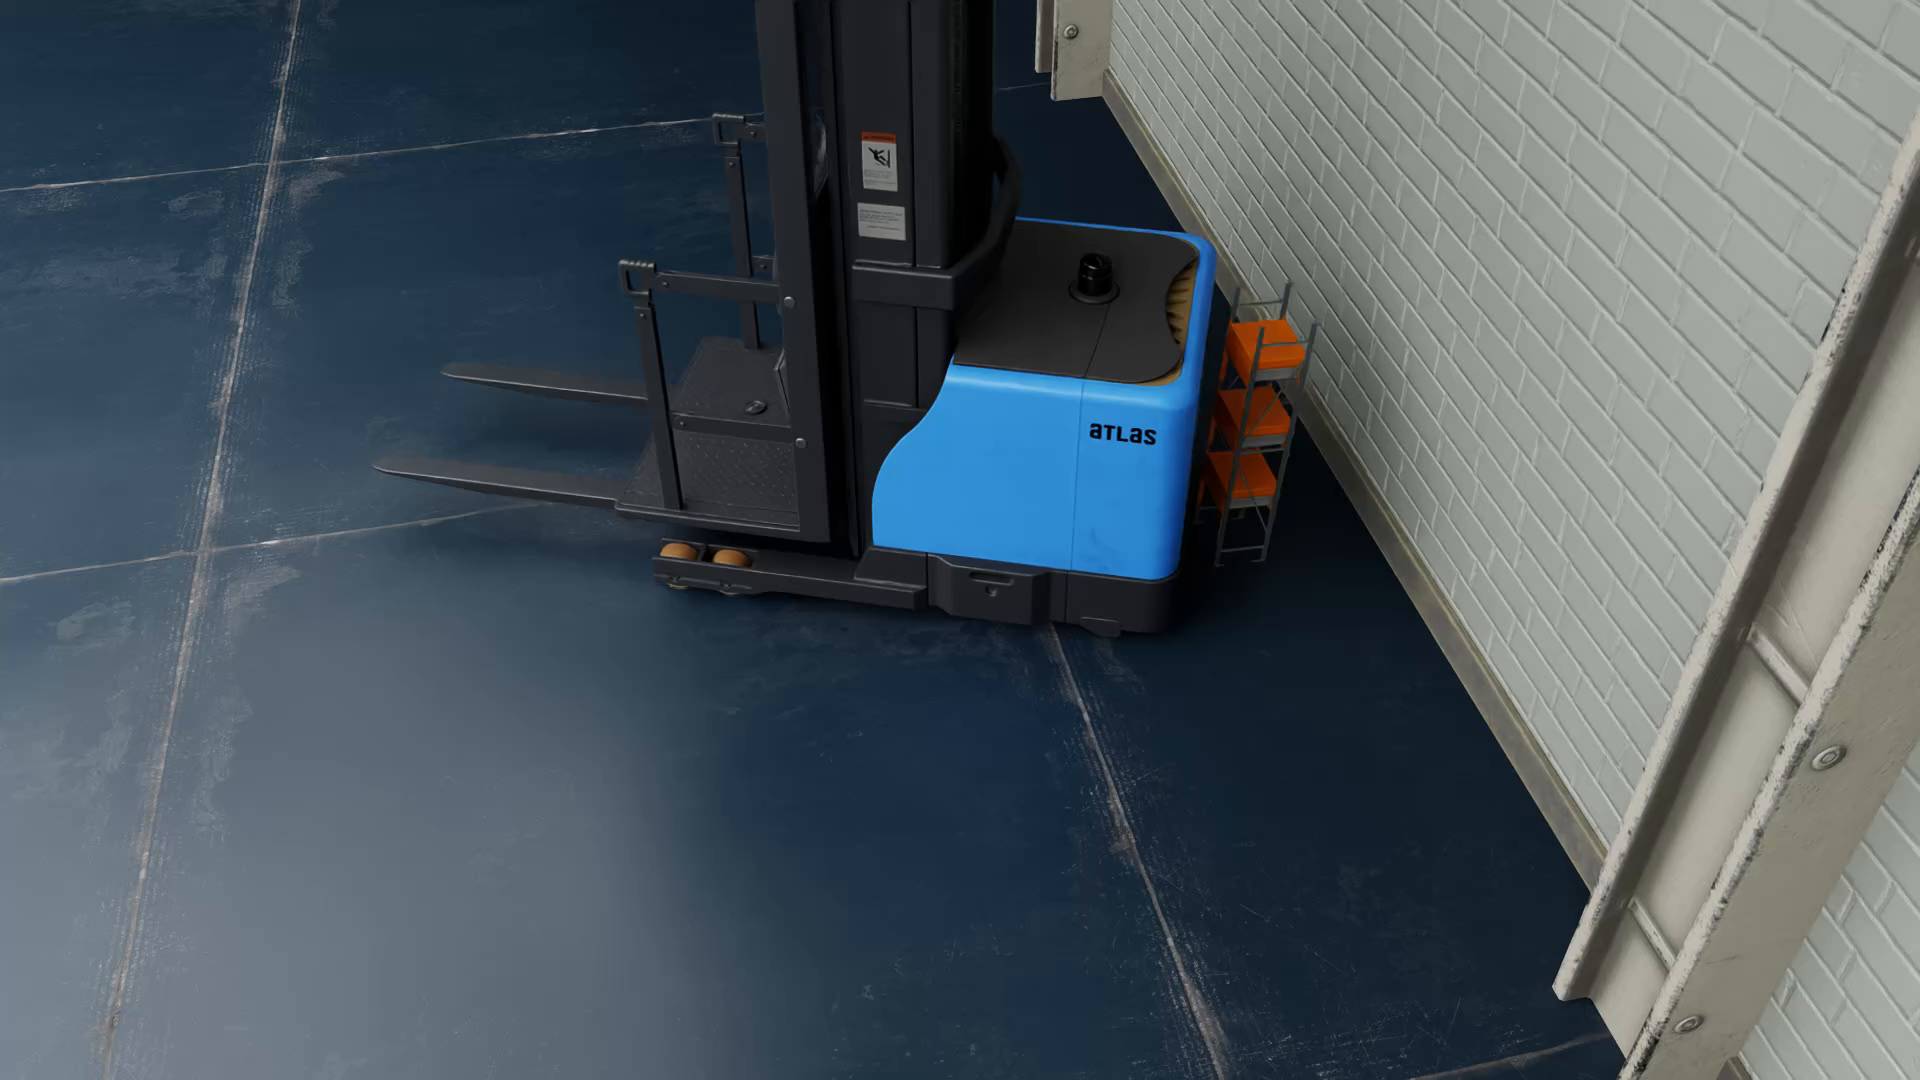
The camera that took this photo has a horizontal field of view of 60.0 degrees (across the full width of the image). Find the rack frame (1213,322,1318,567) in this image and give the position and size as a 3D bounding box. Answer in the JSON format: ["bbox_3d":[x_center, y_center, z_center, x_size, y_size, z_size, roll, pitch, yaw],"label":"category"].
[{"bbox_3d":[1.055,-0.309,5.800,0.200,1.050,0.008,-6,42,-11],"label":"rack frame"}]

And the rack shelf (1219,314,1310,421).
[{"bbox_3d":[1.042,-0.594,5.710,0.215,0.259,0.240,-6,42,-11],"label":"rack shelf"}]

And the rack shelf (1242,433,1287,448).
[{"bbox_3d":[1.032,-0.418,5.863,0.166,0.050,0.221,-6,42,-11],"label":"rack shelf"}]

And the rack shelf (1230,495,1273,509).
[{"bbox_3d":[1.019,-0.209,6.045,0.166,0.050,0.221,-6,42,-11],"label":"rack shelf"}]

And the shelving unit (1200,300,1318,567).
[{"bbox_3d":[1.030,-0.387,5.888,0.215,1.050,0.249,-6,42,-11],"label":"shelving unit"}]

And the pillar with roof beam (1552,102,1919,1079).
[{"bbox_3d":[-2.303,-1.358,1.002,9.100,9.000,0.400,-8,42,-9],"label":"pillar with roof beam"}]

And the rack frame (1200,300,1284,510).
[{"bbox_3d":[1.004,-0.467,5.978,0.190,0.915,0.003,-6,42,-11],"label":"rack frame"}]
